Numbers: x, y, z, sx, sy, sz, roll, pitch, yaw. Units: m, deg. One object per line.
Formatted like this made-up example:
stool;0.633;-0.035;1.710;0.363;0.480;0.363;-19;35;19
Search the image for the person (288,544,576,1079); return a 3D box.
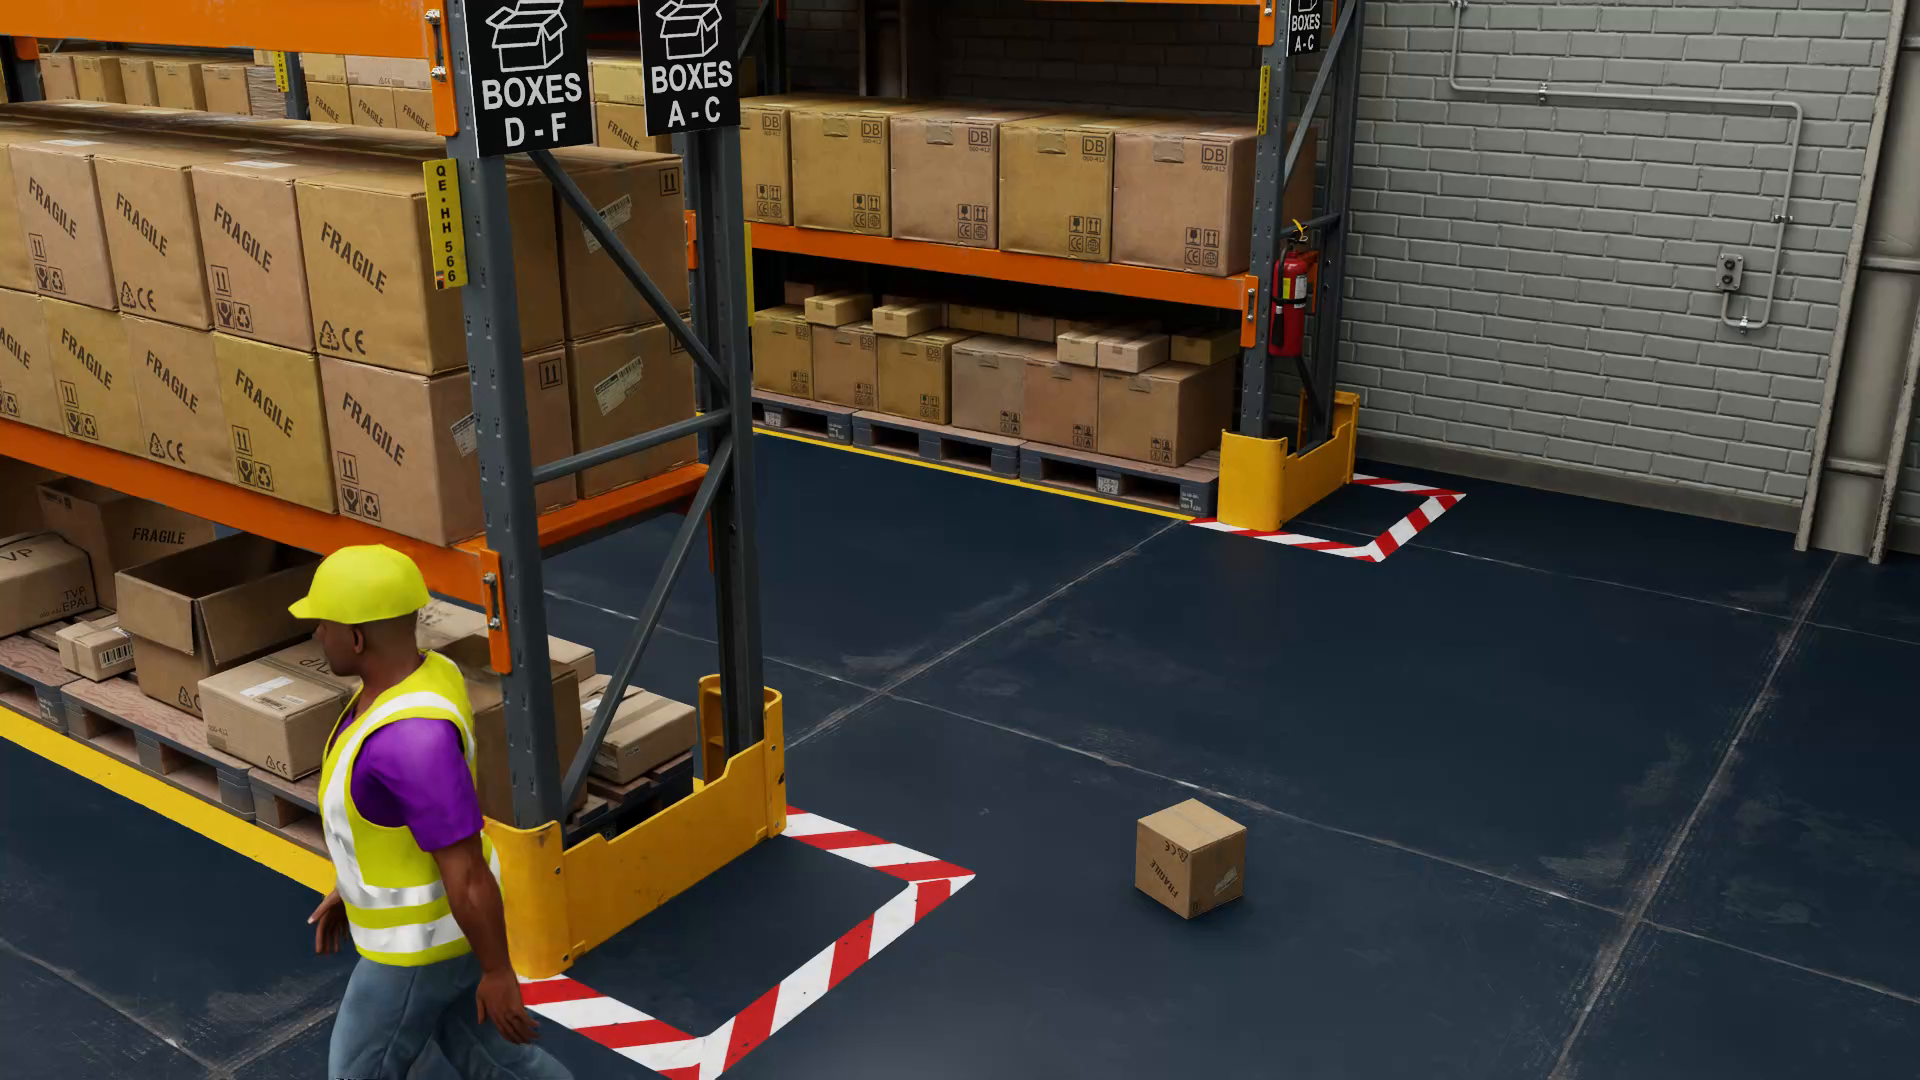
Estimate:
person;-1.269;0.842;3.671;0.986;1.711;0.631;-4;20;-11
